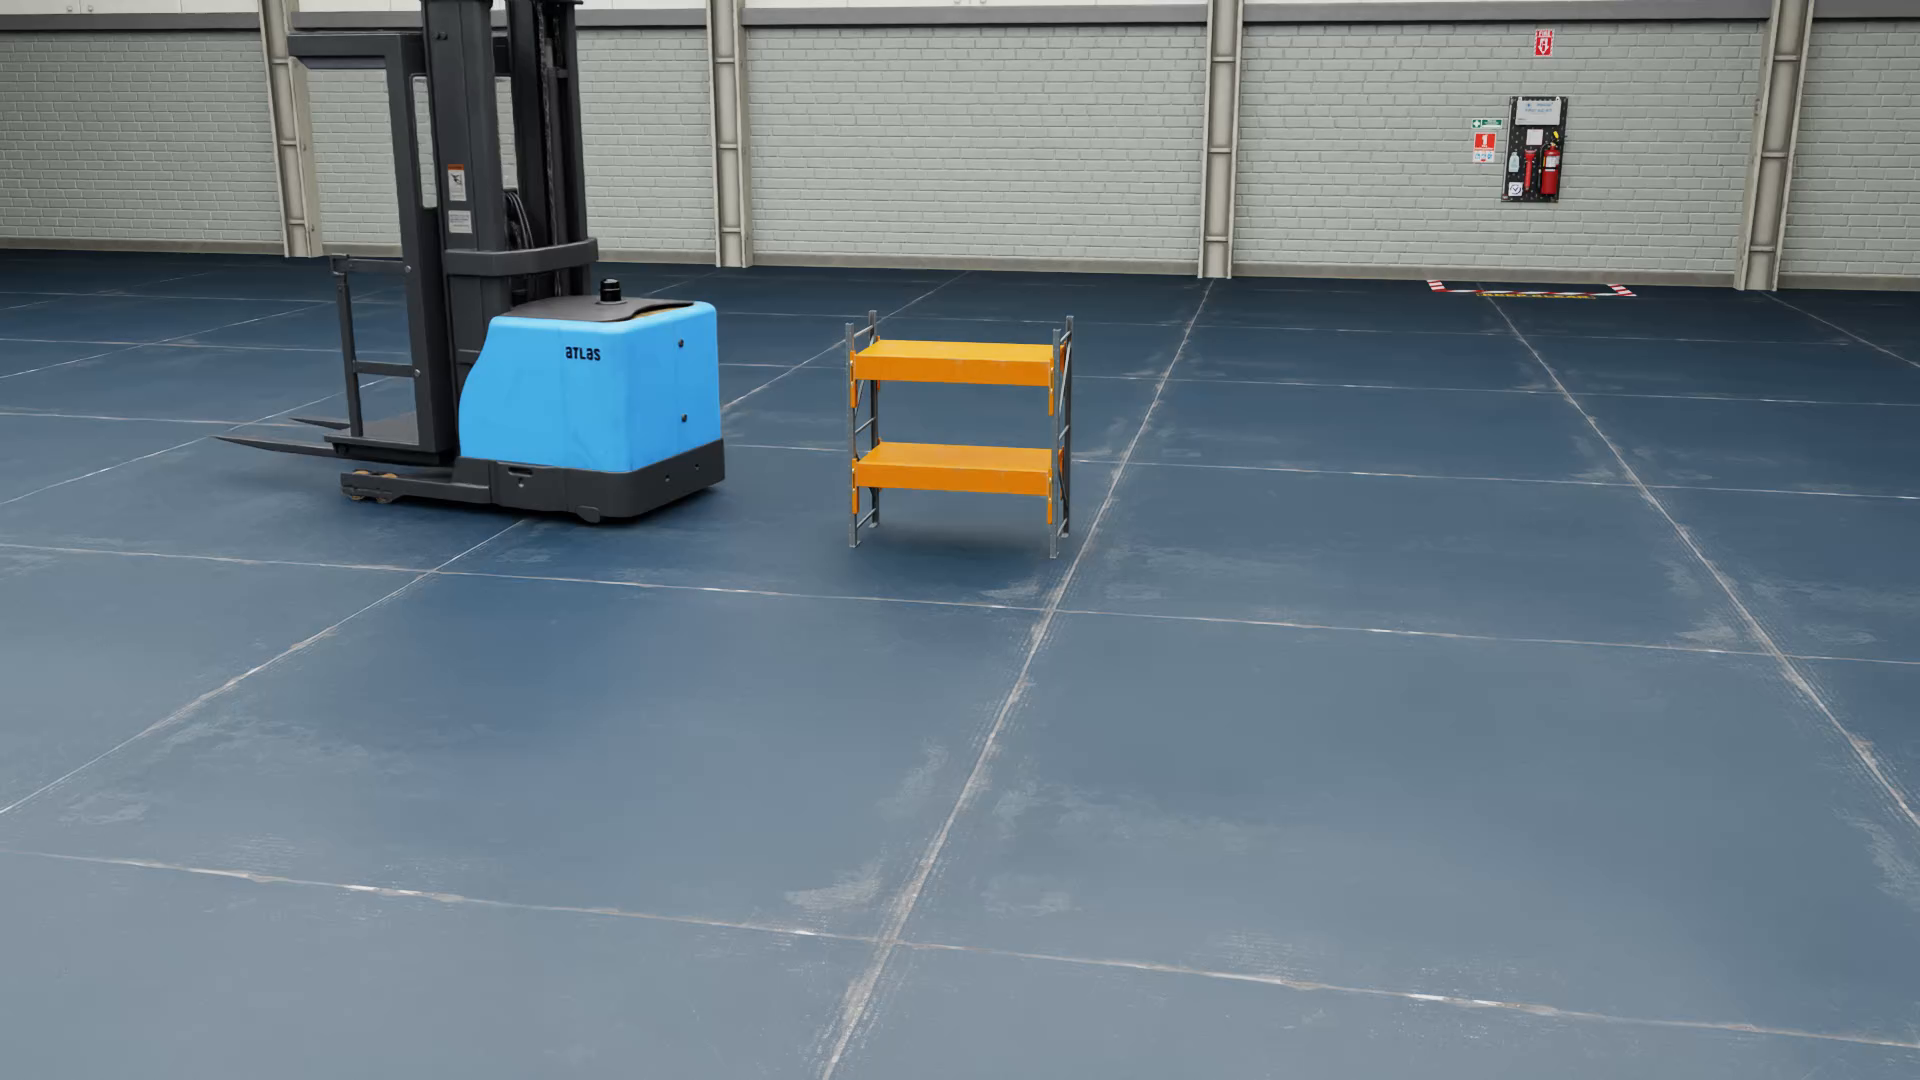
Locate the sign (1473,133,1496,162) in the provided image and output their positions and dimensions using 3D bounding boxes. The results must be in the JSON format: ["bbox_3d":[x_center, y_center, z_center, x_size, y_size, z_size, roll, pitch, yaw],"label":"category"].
[{"bbox_3d":[5.985,-4.479,18.977,0.234,0.329,0.001,3,16,11],"label":"sign"}]

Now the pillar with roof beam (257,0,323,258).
[{"bbox_3d":[-9.576,-6.987,16.858,0.400,9.000,9.100,3,16,11],"label":"pillar with roof beam"}]

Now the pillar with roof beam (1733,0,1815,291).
[{"bbox_3d":[8.063,-6.029,13.401,0.400,9.000,9.100,3,16,11],"label":"pillar with roof beam"}]

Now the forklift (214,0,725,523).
[{"bbox_3d":[-2.905,-1.736,9.267,3.031,2.935,1.130,6,17,22],"label":"forklift"}]

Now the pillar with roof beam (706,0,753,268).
[{"bbox_3d":[-3.697,-6.668,15.706,0.400,9.000,9.100,3,16,11],"label":"pillar with roof beam"}]

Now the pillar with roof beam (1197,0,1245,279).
[{"bbox_3d":[2.183,-6.349,14.554,0.400,9.000,9.100,3,16,11],"label":"pillar with roof beam"}]

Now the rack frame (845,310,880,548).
[{"bbox_3d":[-0.492,-0.569,8.438,0.032,1.125,0.500,3,16,11],"label":"rack frame"}]

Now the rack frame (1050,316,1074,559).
[{"bbox_3d":[0.505,-0.515,8.243,0.032,1.125,0.500,3,16,11],"label":"rack frame"}]

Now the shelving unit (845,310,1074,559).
[{"bbox_3d":[0.007,-0.542,8.341,1.048,1.125,0.538,3,16,11],"label":"shelving unit"}]

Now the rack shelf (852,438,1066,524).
[{"bbox_3d":[0.007,-0.306,8.406,1.000,0.278,0.538,3,16,11],"label":"rack shelf"}]

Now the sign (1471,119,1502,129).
[{"bbox_3d":[5.988,-4.732,18.897,0.331,0.109,0.001,3,16,11],"label":"sign"}]

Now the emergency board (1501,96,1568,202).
[{"bbox_3d":[6.506,-4.406,18.778,0.643,1.169,0.194,3,16,11],"label":"emergency board"}]

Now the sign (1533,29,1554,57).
[{"bbox_3d":[6.518,-5.549,18.565,0.199,0.298,0.001,3,16,11],"label":"sign"}]

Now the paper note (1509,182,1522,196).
[{"bbox_3d":[6.347,-4.009,18.995,0.142,0.148,0.016,3,16,11],"label":"paper note"}]

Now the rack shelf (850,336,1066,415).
[{"bbox_3d":[0.007,-0.824,8.262,1.000,0.278,0.538,3,16,11],"label":"rack shelf"}]
